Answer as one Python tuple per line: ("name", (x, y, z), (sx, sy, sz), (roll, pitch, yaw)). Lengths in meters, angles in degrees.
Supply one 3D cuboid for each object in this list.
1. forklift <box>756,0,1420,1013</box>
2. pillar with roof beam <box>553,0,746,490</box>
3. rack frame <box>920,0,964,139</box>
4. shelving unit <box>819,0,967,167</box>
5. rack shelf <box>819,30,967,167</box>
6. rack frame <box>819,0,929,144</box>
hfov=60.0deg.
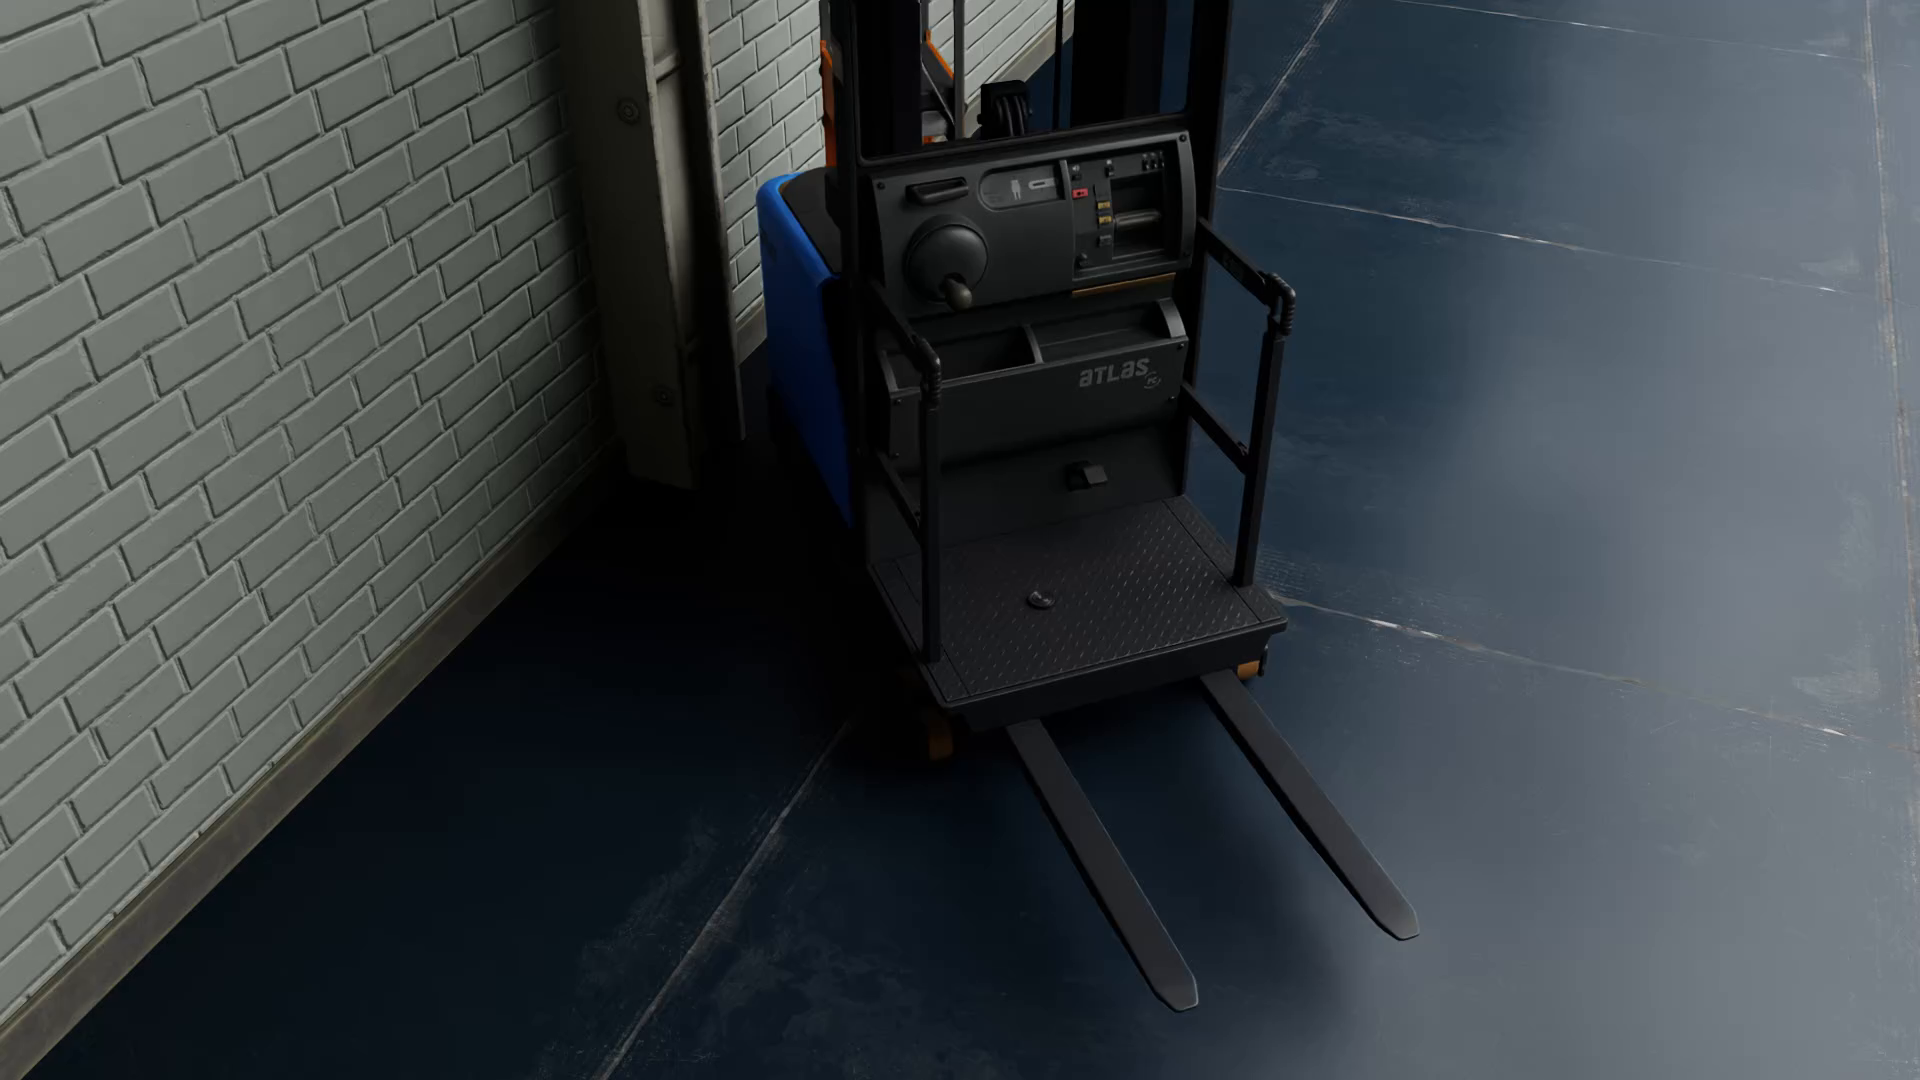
("forklift", (0.290, -0.807, 4.382), (1.130, 2.935, 3.031), (-13, 39, -16))
("pillar with roof beam", (2.958, -2.946, 2.175), (9.100, 9.000, 0.400), (14, 39, 18))
("rack frame", (-0.183, -1.359, 5.815), (0.400, 2.100, 0.015), (-9, 38, -12))
("shelving unit", (-0.246, -1.501, 6.004), (0.431, 2.100, 0.503), (-9, 38, -12))
("rack shelf", (-0.246, -1.490, 6.012), (0.431, 0.518, 0.480), (-9, 38, -12))
("rack frame", (-0.309, -1.642, 6.192), (0.400, 2.100, 0.015), (-9, 38, -12))
